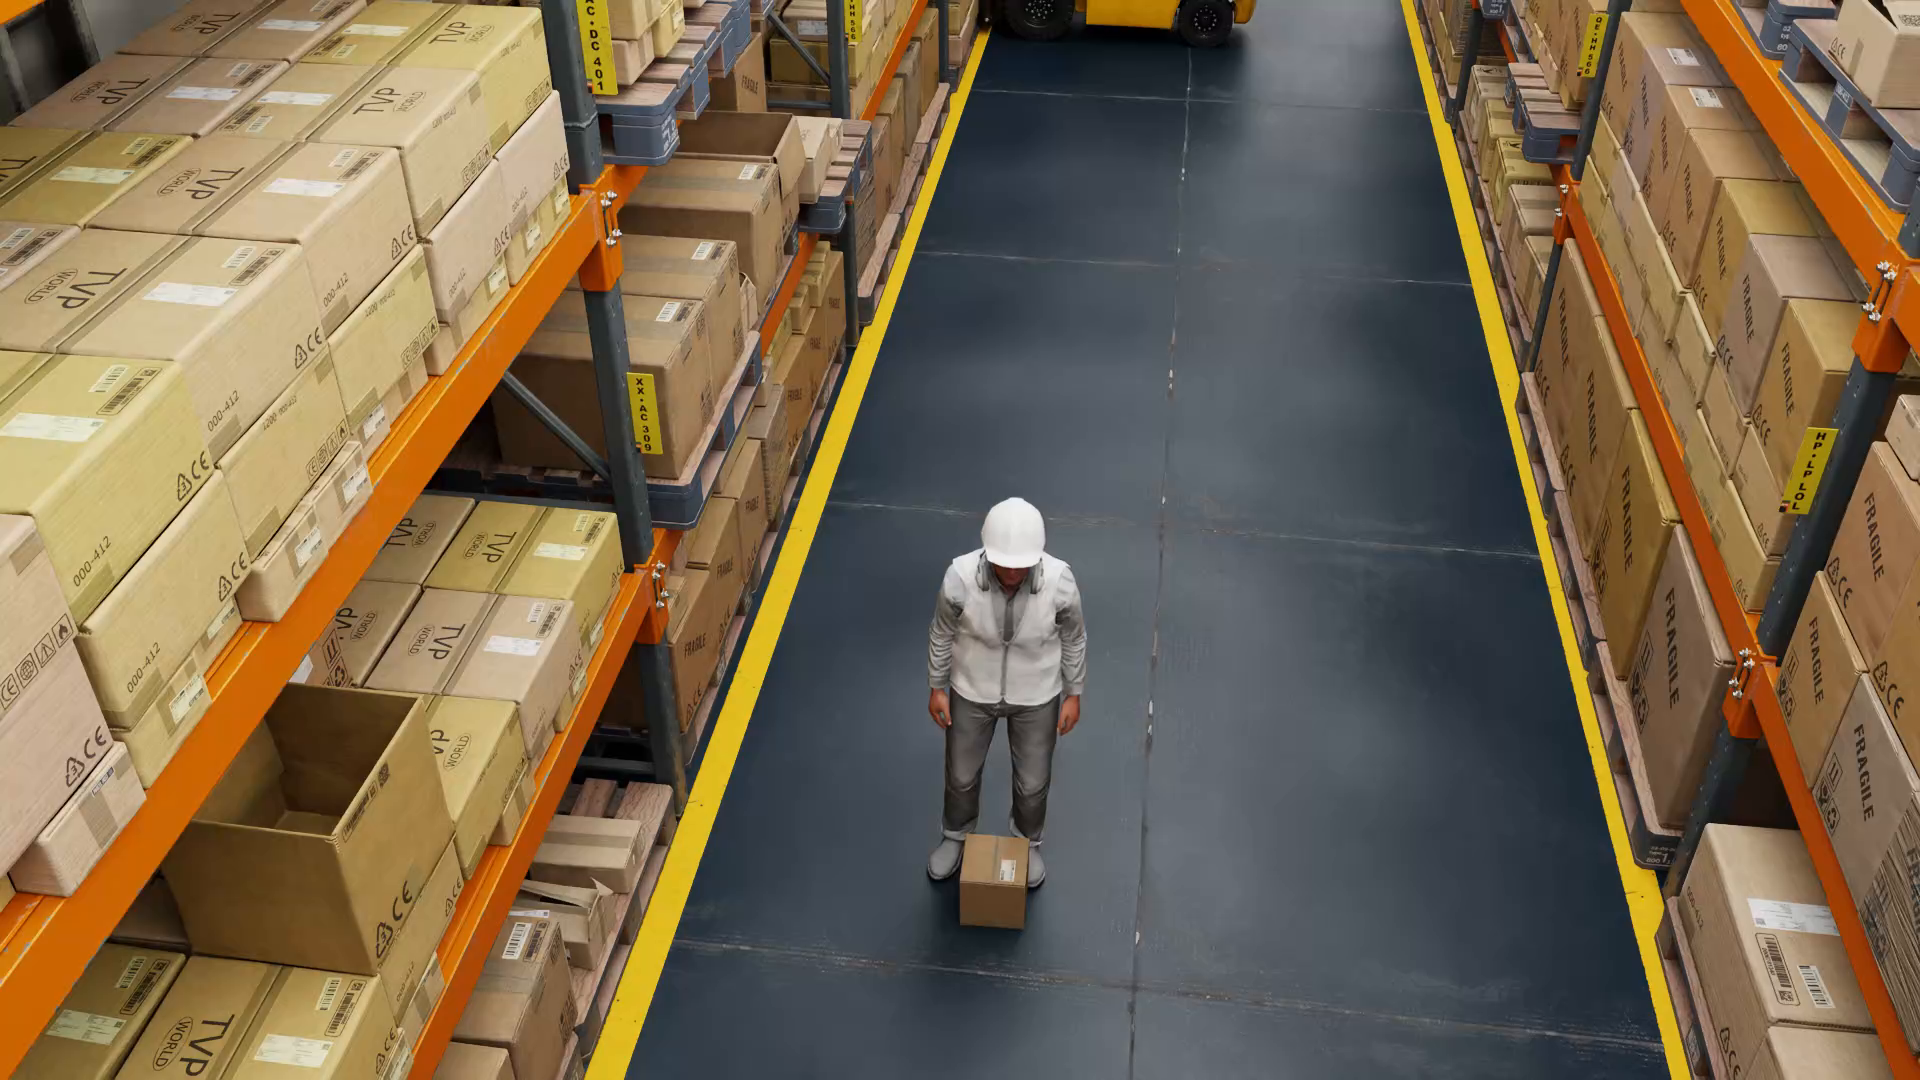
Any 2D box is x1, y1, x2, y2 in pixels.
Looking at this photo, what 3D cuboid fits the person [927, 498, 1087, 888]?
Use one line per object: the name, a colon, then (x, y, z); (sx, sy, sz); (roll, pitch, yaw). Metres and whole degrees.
person: (0.170, 0.563, 6.239); (0.593, 1.773, 0.457); (3, 36, 4)
